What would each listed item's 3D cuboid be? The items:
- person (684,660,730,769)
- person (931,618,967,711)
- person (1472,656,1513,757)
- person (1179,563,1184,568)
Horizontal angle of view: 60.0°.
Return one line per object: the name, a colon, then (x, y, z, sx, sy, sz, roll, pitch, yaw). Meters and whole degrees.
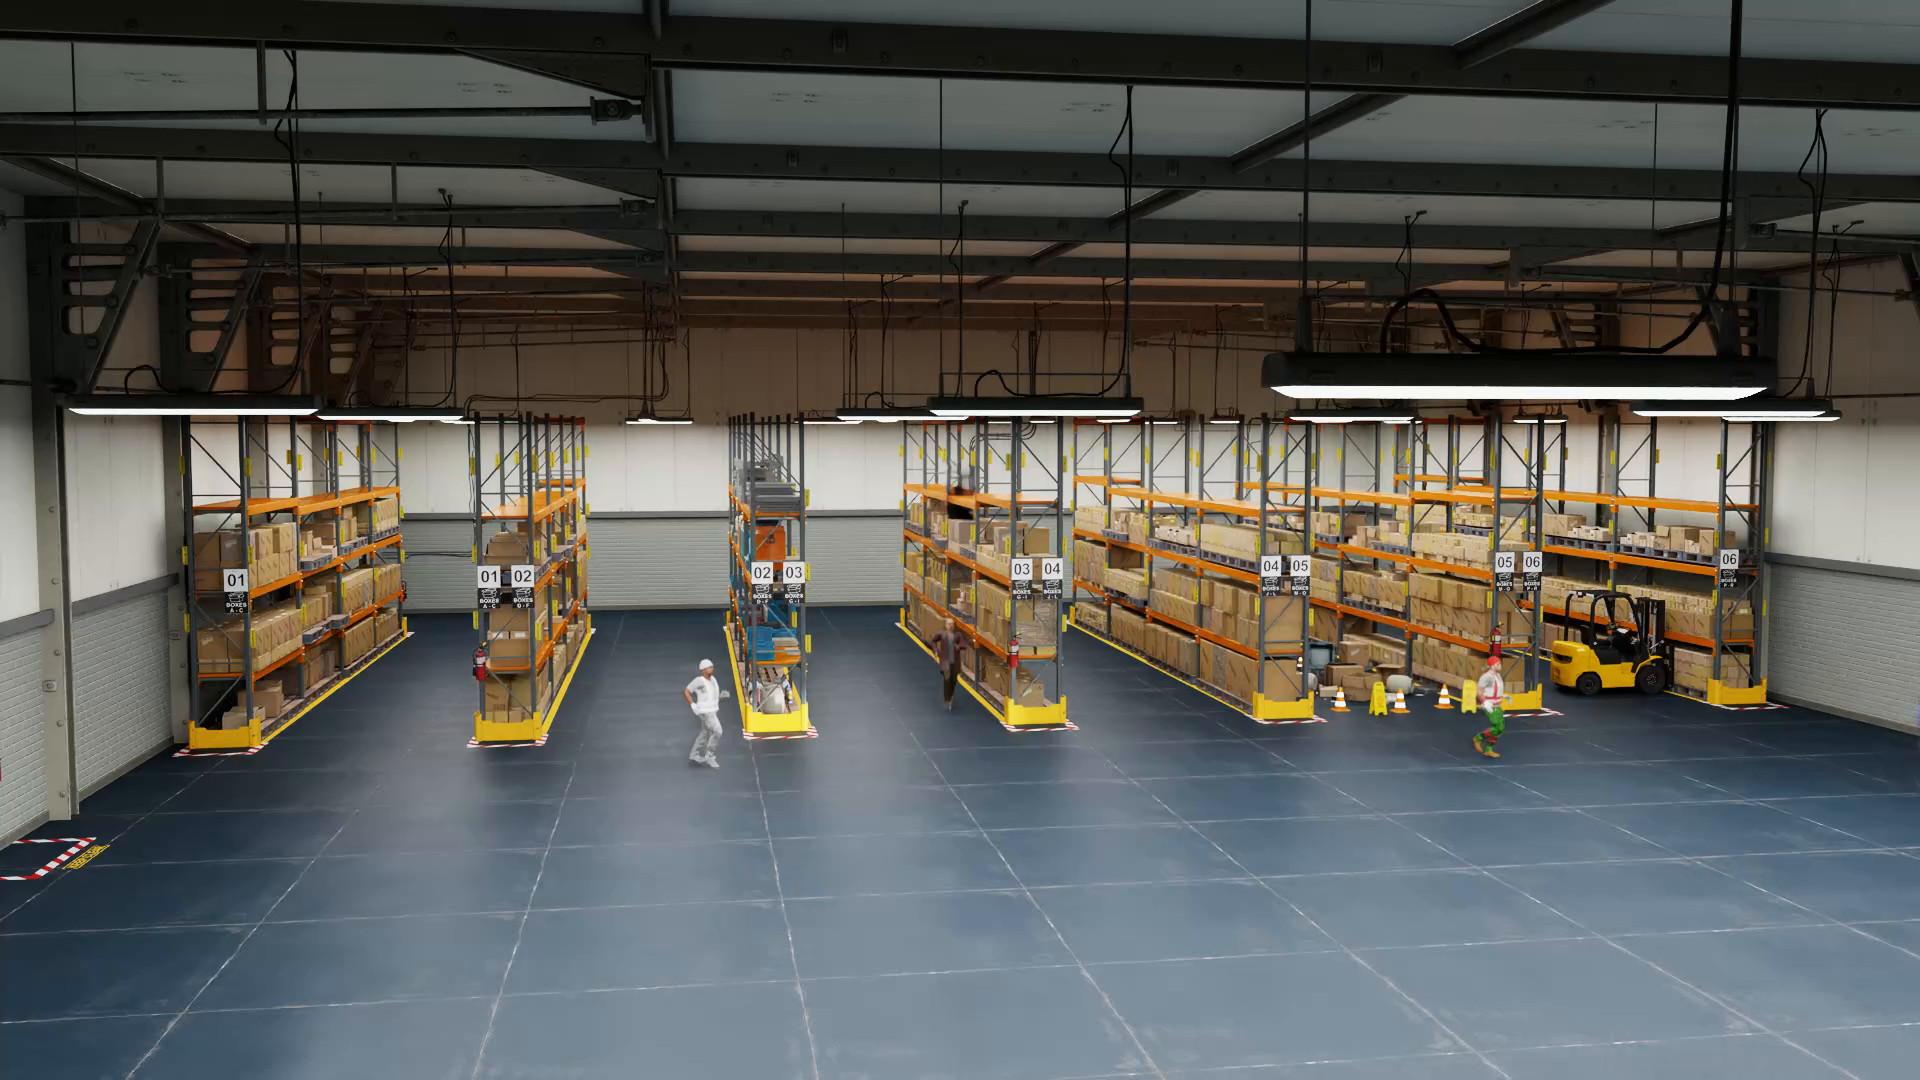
person: (-4.242, 2.929, 28.016, 0.758, 1.832, 0.659, 1, 4, 14)
person: (-0.207, 2.514, 33.963, 0.677, 1.835, 0.909, -1, 4, -14)
person: (9.246, 2.887, 28.869, 0.590, 1.751, 0.673, 3, 5, 38)
person: (6.830, 1.510, 50.397, 0.886, 1.591, 0.551, 0, 4, -7)
